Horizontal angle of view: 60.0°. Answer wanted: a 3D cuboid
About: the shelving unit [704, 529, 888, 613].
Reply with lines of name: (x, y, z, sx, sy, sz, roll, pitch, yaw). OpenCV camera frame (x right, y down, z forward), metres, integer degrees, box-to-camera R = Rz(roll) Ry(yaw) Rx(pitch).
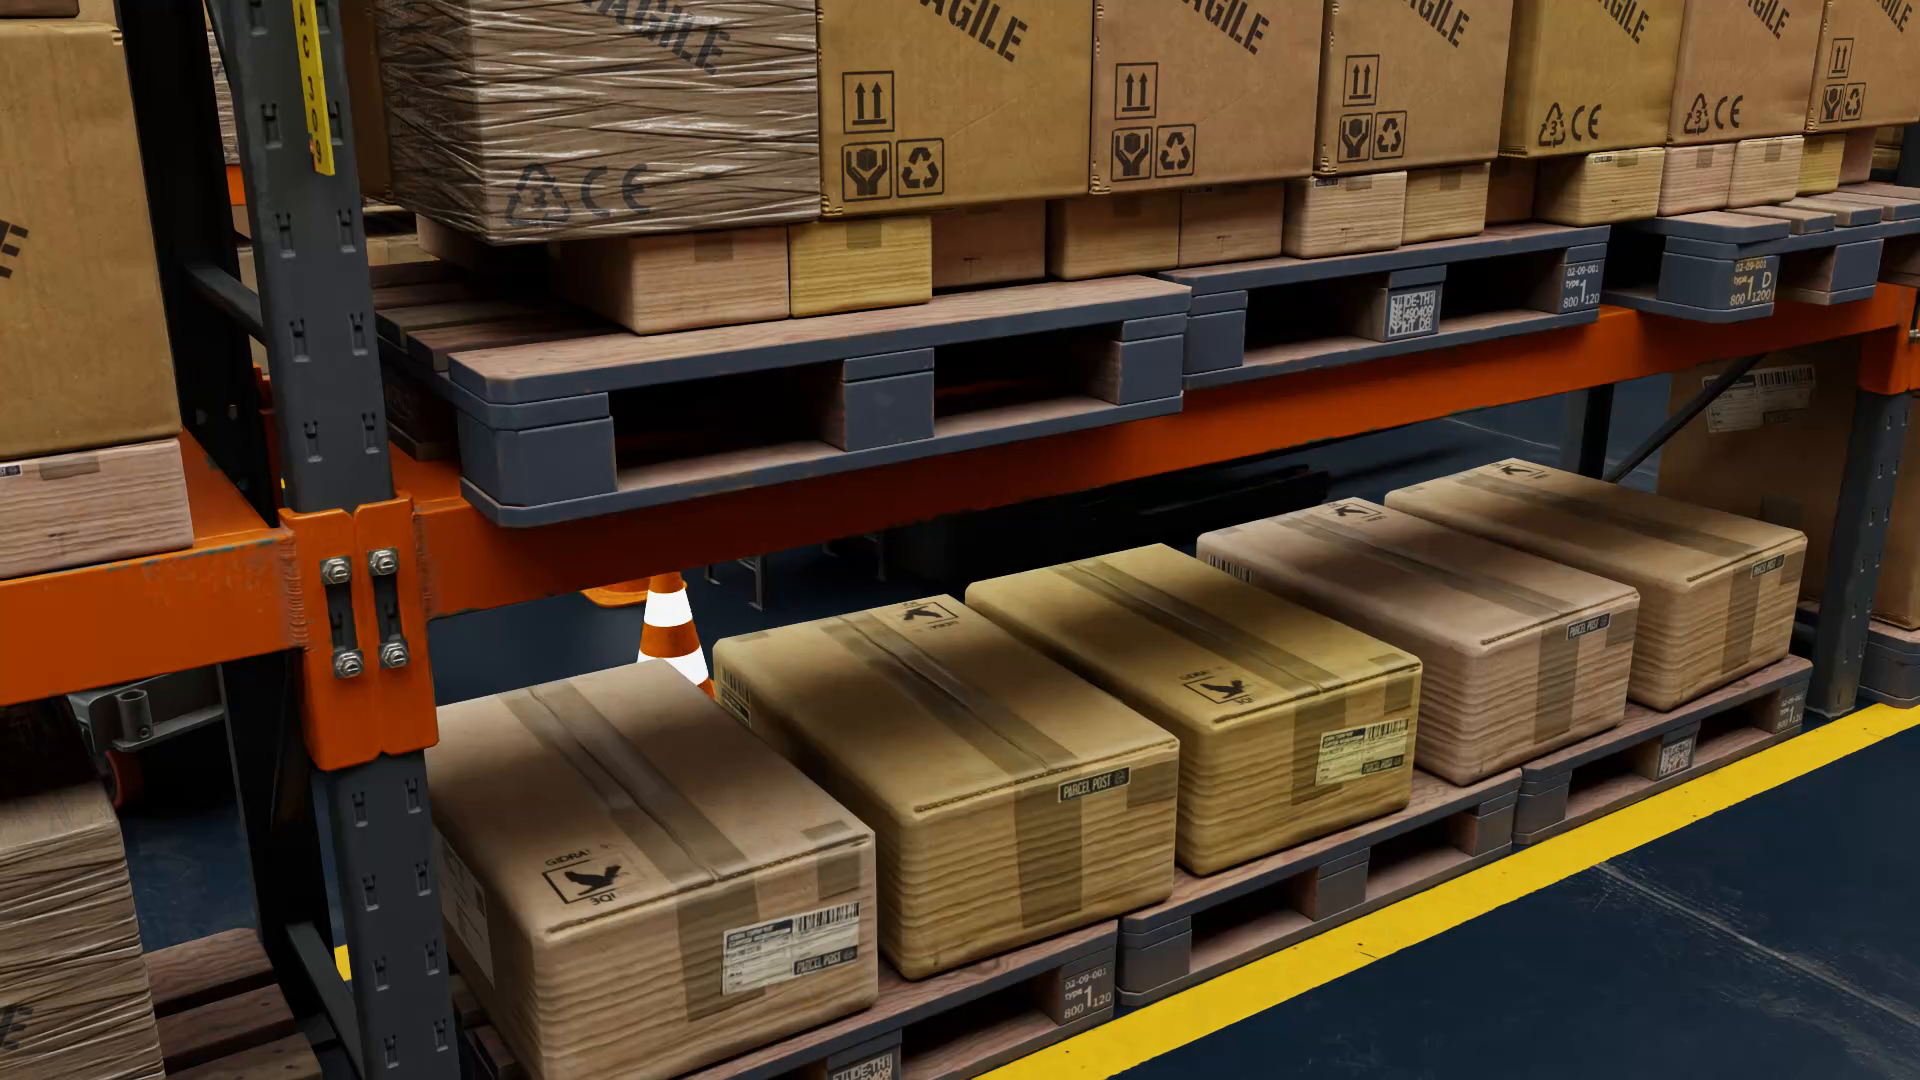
shelving unit: (-0.574, -0.851, 5.482, 0.503, 2.100, 0.431, -13, 23, -34)

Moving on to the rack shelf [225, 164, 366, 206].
rack shelf: (-2.233, -1.662, 7.601, 4.000, 0.370, 1.077, -12, 22, -31)

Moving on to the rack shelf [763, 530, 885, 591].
rack shelf: (-0.574, -0.175, 5.711, 0.480, 0.518, 0.431, -13, 23, -34)

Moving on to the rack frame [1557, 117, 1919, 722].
rack frame: (2.244, -1.049, 4.664, 0.127, 3.000, 1.000, -12, 22, -31)

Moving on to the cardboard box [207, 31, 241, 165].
cardboard box: (-2.895, -1.808, 6.752, 0.500, 0.500, 0.500, -12, 22, -31)

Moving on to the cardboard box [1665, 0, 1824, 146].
cardboard box: (1.591, -1.188, 3.798, 0.500, 0.500, 0.500, -12, 22, -32)

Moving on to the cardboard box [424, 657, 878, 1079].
cardboard box: (-0.660, 0.608, 3.209, 0.625, 0.372, 0.950, -12, 22, -31)

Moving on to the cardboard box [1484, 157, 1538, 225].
cardboard box: (1.014, -0.780, 3.606, 0.250, 0.149, 0.380, -12, 22, -31)

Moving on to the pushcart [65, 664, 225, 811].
pushcart: (-2.393, 0.297, 4.778, 1.648, 0.377, 0.936, 13, 23, 34)

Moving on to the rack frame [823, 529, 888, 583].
rack frame: (-0.379, -0.897, 5.620, 0.015, 2.100, 0.400, -13, 23, -34)

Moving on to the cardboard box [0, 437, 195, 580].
cardboard box: (-1.198, -0.087, 2.212, 0.250, 0.149, 0.380, -12, 22, -32)

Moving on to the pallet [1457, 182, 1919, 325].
pallet: (1.707, -0.804, 4.239, 1.003, 0.211, 1.213, -12, 22, -31)

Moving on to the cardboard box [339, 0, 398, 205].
cardboard box: (-0.837, -0.874, 2.871, 0.500, 0.500, 0.500, -12, 22, -32)

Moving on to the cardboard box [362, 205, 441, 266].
cardboard box: (-2.627, -1.086, 7.631, 0.750, 0.750, 1.050, -12, 22, -31)

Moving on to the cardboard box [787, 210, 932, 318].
cardboard box: (-0.248, -0.479, 2.714, 0.250, 0.149, 0.380, -11, 22, -30)

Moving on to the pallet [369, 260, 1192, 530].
pallet: (-0.379, -0.349, 2.894, 1.213, 0.211, 1.003, -12, 22, -31)

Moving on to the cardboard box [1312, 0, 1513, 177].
cardboard box: (0.714, -1.003, 3.251, 0.500, 0.500, 0.500, -13, 23, -34)

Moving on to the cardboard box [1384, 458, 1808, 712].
cardboard box: (1.766, 0.094, 4.731, 0.625, 0.372, 0.950, -14, 23, -35)

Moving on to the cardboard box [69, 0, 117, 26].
cardboard box: (-3.492, -2.261, 6.531, 0.500, 0.500, 0.700, -12, 22, -32)

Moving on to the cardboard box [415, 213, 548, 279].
cardboard box: (-0.819, -0.589, 3.039, 0.250, 0.149, 0.380, -12, 22, -31)

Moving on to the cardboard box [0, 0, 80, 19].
cardboard box: (-1.584, -0.987, 2.299, 0.500, 0.500, 0.700, -12, 22, -32)

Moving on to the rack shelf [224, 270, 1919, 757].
rack shelf: (0.573, -0.356, 3.737, 4.000, 0.370, 1.077, -12, 22, -31)

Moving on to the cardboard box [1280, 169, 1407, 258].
cardboard box: (0.642, -0.659, 3.248, 0.250, 0.149, 0.380, -11, 22, -29)

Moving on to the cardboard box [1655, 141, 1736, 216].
cardboard box: (1.515, -0.843, 3.792, 0.250, 0.149, 0.380, -13, 23, -34)

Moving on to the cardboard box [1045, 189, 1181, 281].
cardboard box: (0.184, -0.583, 3.023, 0.250, 0.149, 0.380, -12, 22, -31)

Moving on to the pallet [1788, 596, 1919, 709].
pallet: (2.944, 0.153, 5.462, 1.213, 0.211, 1.003, -12, 22, -31)

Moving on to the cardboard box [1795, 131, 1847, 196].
cardboard box: (1.915, -0.942, 4.083, 0.250, 0.149, 0.380, -12, 22, -31)

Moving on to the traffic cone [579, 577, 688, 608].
traffic cone: (-1.139, -0.054, 5.682, 0.334, 0.463, 0.336, -12, 22, -31)

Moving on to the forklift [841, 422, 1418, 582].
forklift: (0.843, -1.589, 6.370, 3.031, 2.935, 1.130, -13, 23, -34)

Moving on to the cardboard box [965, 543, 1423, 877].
cardboard box: (0.518, 0.358, 3.950, 0.625, 0.372, 0.950, -11, 22, -30)

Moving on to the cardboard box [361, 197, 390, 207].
cardboard box: (-4.211, -2.499, 12.171, 0.500, 0.500, 0.700, -14, 23, -36)

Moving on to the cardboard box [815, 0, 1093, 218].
cardboard box: (-0.130, -0.826, 2.728, 0.500, 0.500, 0.500, -12, 22, -31)

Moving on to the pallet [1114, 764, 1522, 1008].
pallet: (0.572, 0.623, 4.073, 1.213, 0.211, 1.003, -12, 22, -31)

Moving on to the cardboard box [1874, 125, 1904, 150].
cardboard box: (2.803, -1.238, 4.677, 0.500, 0.250, 0.500, -12, 22, -32)
